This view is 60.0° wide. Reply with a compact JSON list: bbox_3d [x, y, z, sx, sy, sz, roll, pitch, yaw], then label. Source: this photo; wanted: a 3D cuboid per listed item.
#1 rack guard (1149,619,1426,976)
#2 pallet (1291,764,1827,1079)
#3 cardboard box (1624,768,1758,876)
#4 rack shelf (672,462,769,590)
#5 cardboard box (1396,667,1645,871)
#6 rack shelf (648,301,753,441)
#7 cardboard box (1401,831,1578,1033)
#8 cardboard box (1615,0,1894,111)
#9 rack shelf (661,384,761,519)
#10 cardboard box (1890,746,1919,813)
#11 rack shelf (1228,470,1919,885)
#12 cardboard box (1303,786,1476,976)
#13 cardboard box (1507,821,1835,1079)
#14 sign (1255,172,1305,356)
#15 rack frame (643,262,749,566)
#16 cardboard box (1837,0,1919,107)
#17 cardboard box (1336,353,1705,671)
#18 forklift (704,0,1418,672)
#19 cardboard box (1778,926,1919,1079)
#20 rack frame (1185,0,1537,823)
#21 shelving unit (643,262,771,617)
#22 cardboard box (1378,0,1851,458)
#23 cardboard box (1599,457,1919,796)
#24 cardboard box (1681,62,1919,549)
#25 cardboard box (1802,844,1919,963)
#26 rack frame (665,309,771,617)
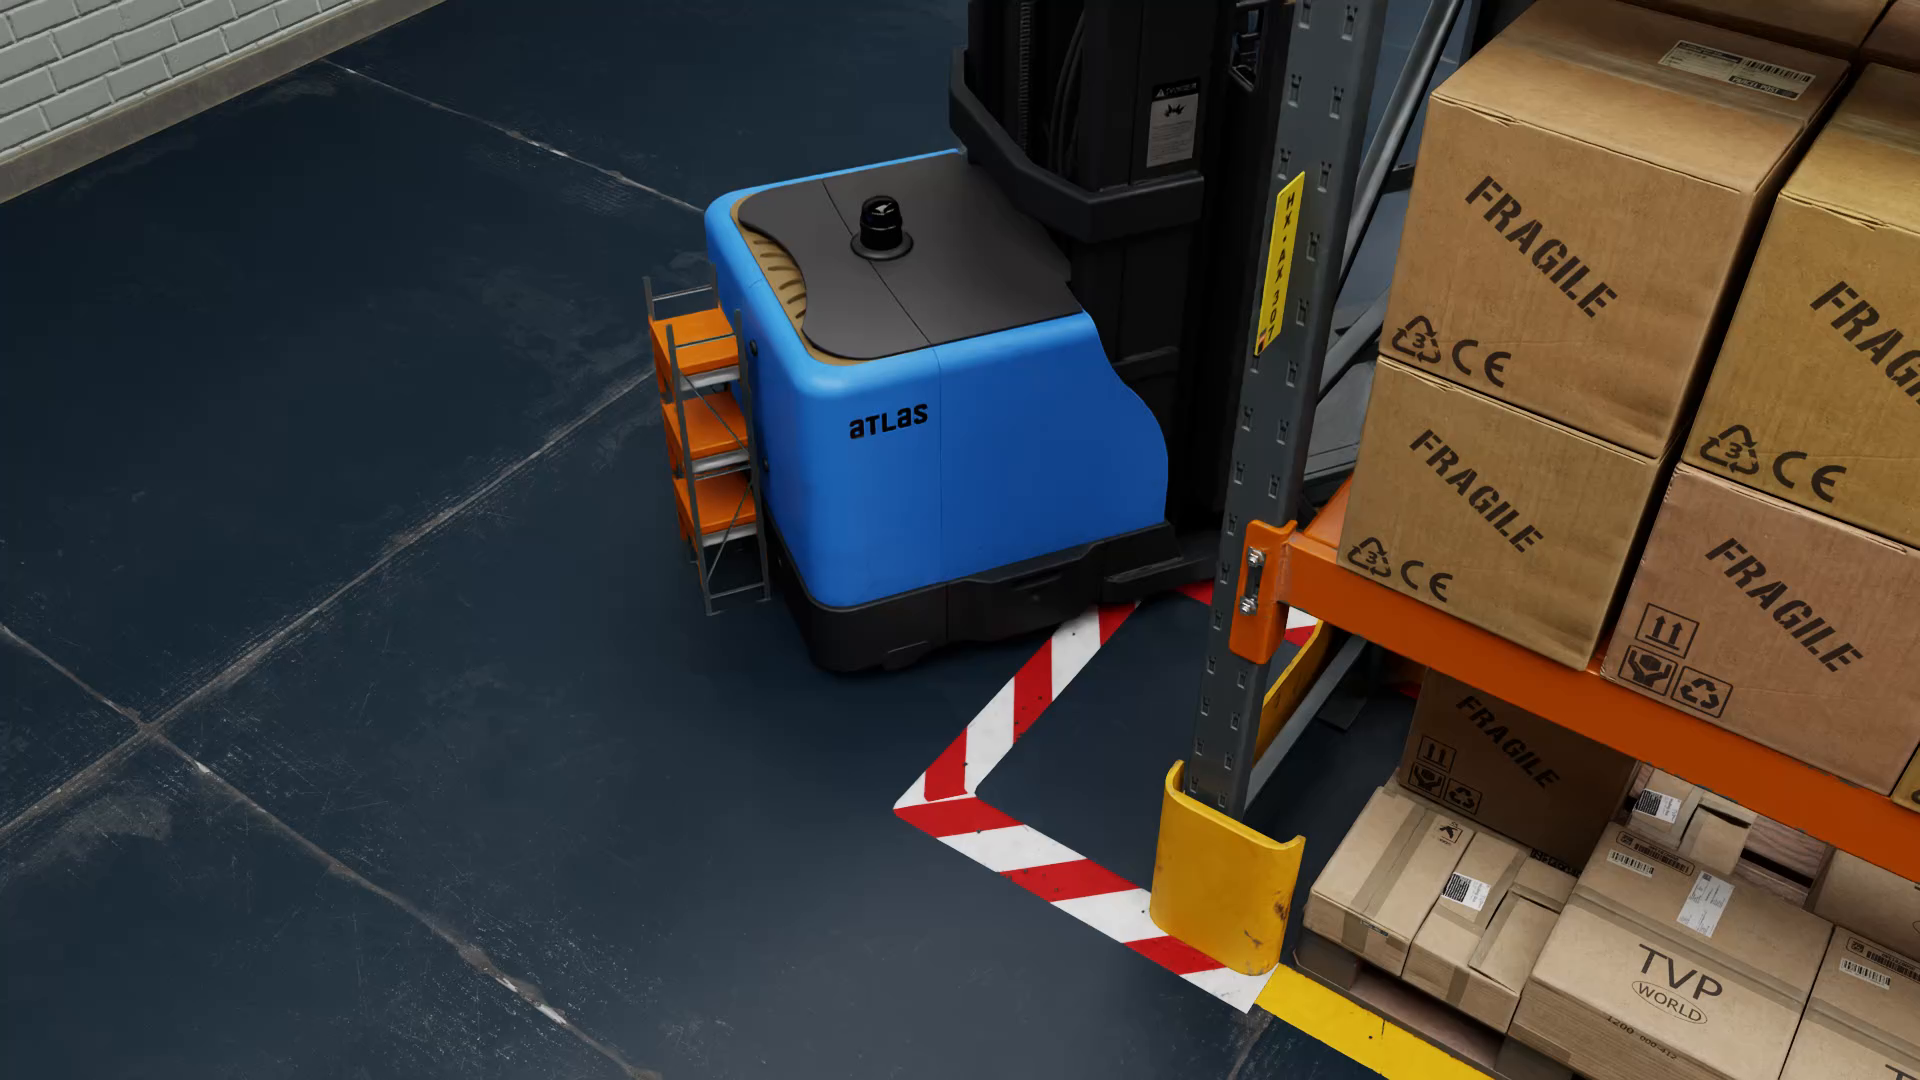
[{"bbox_3d":[0.929,0.511,4.304,0.348,0.500,1.175,25,48,25],"label":"rack guard"},{"bbox_3d":[1.582,0.924,4.060,1.213,0.211,1.003,25,48,25],"label":"pallet"},{"bbox_3d":[1.733,0.720,3.990,0.250,0.166,0.380,25,48,25],"label":"cardboard box"},{"bbox_3d":[-0.712,-0.048,4.948,0.215,0.259,0.240,-15,44,-16],"label":"rack shelf"},{"bbox_3d":[1.453,0.392,4.107,0.500,0.500,0.500,25,48,25],"label":"cardboard box"},{"bbox_3d":[-0.713,-0.466,4.574,0.215,0.259,0.240,-15,44,-16],"label":"rack shelf"},{"bbox_3d":[1.217,0.886,3.805,0.250,0.166,0.380,25,48,25],"label":"cardboard box"},{"bbox_3d":[1.389,-0.839,3.113,0.500,0.500,0.500,25,47,25],"label":"cardboard box"},{"bbox_3d":[-0.712,-0.255,4.763,0.215,0.259,0.240,-15,44,-16],"label":"rack shelf"},{"bbox_3d":[1.913,0.216,2.685,0.500,0.500,0.500,25,47,25],"label":"cardboard box"},{"bbox_3d":[2.504,0.584,2.887,4.000,0.370,1.077,25,48,25],"label":"rack shelf"},{"bbox_3d":[1.012,0.797,3.918,0.250,0.149,0.380,25,48,25],"label":"cardboard box"},{"bbox_3d":[1.558,0.966,3.653,0.500,0.250,0.500,25,48,25],"label":"cardboard box"},{"bbox_3d":[0.555,-0.476,2.883,0.005,0.325,0.100,25,48,25],"label":"sign"},{"bbox_3d":[-0.757,-0.338,4.840,0.200,1.050,0.008,-15,44,-16],"label":"rack frame"},{"bbox_3d":[1.803,-0.646,2.898,0.500,0.500,0.500,26,48,26],"label":"cardboard box"},{"bbox_3d":[1.078,-0.173,3.119,0.500,0.500,0.500,26,48,26],"label":"cardboard box"},{"bbox_3d":[0.827,-1.340,4.549,3.031,2.935,1.130,-15,44,-16],"label":"forklift"},{"bbox_3d":[1.967,1.157,3.439,0.500,0.250,0.500,25,48,25],"label":"cardboard box"},{"bbox_3d":[0.866,-0.449,3.503,0.127,3.000,1.000,25,48,25],"label":"rack frame"},{"bbox_3d":[-0.712,-0.263,4.756,0.215,1.050,0.252,-15,44,-16],"label":"shelving unit"},{"bbox_3d":[1.078,-0.545,2.785,0.500,0.500,0.500,27,48,27],"label":"cardboard box"},{"bbox_3d":[1.504,0.022,2.901,0.500,0.500,0.500,25,47,25],"label":"cardboard box"},{"bbox_3d":[1.511,-0.349,2.566,0.500,0.500,0.500,26,48,26],"label":"cardboard box"},{"bbox_3d":[2.214,0.865,3.766,0.500,0.250,0.500,25,48,25],"label":"cardboard box"},{"bbox_3d":[-0.667,-0.187,4.671,0.200,1.050,0.008,-15,44,-16],"label":"rack frame"}]
